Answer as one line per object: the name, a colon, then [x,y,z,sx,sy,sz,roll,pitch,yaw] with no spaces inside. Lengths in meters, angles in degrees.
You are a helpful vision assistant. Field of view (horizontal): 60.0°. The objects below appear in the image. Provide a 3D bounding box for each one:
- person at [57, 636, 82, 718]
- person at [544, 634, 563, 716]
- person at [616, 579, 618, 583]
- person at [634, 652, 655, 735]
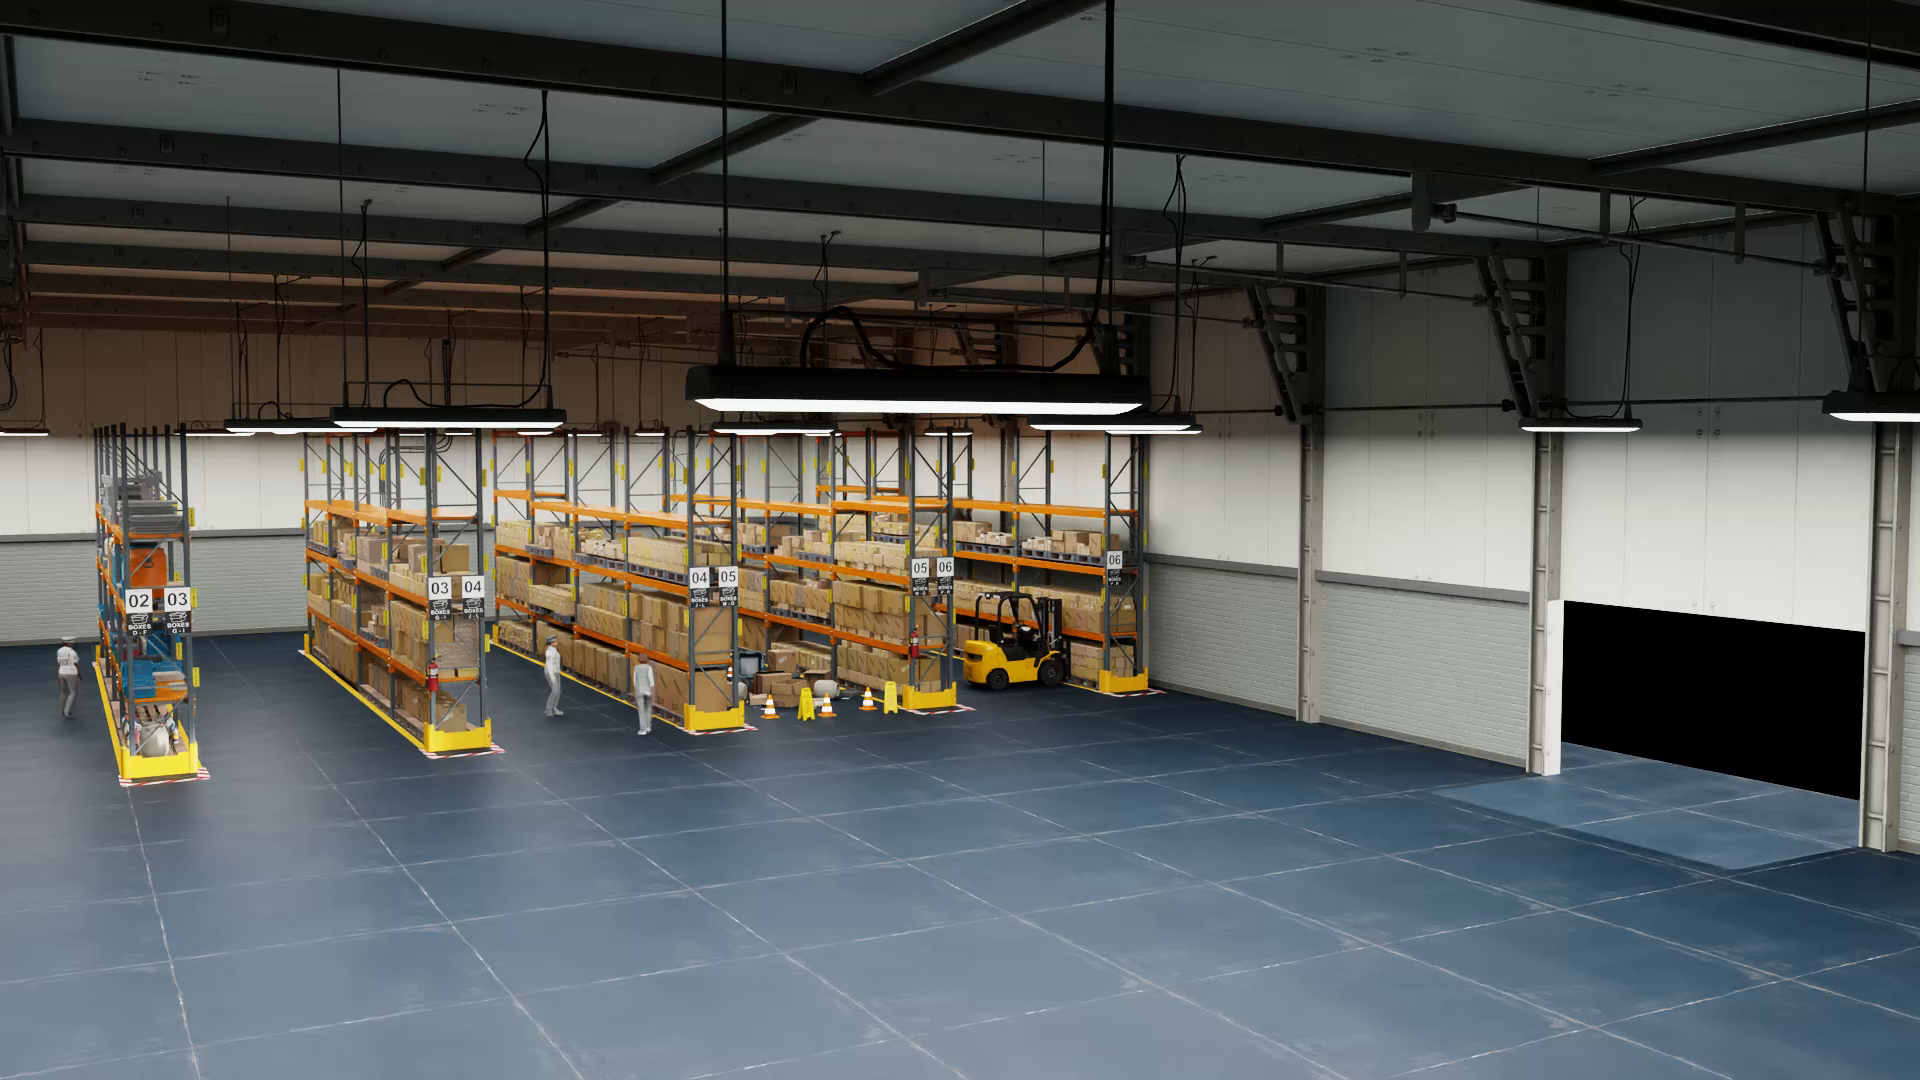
person: [-18.369,2.810,34.180,0.526,1.660,0.465,1,4,22]
person: [-8.458,2.839,34.611,0.366,1.750,0.528,1,3,9]
person: [-9.945,1.948,48.016,0.553,1.745,0.416,1,4,11]
person: [-6.119,2.988,32.228,0.376,1.621,0.699,-1,4,-15]
